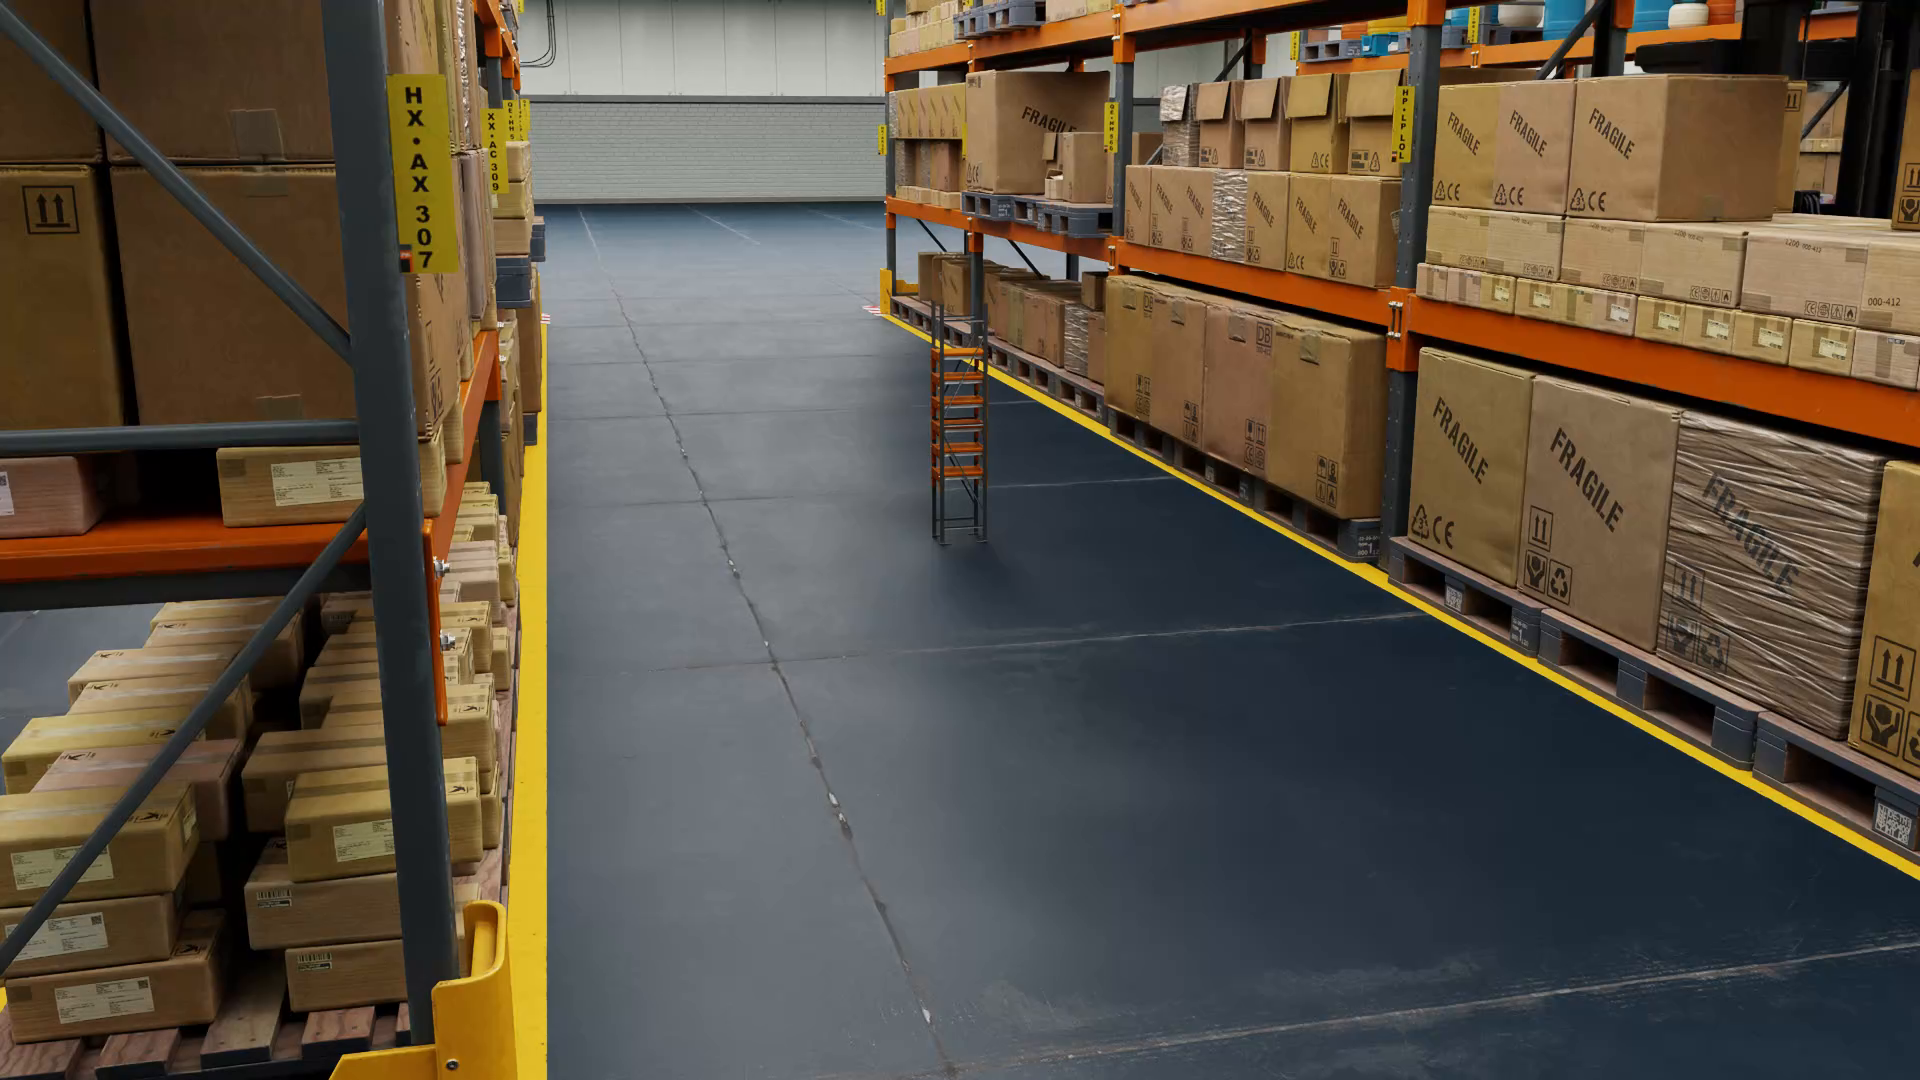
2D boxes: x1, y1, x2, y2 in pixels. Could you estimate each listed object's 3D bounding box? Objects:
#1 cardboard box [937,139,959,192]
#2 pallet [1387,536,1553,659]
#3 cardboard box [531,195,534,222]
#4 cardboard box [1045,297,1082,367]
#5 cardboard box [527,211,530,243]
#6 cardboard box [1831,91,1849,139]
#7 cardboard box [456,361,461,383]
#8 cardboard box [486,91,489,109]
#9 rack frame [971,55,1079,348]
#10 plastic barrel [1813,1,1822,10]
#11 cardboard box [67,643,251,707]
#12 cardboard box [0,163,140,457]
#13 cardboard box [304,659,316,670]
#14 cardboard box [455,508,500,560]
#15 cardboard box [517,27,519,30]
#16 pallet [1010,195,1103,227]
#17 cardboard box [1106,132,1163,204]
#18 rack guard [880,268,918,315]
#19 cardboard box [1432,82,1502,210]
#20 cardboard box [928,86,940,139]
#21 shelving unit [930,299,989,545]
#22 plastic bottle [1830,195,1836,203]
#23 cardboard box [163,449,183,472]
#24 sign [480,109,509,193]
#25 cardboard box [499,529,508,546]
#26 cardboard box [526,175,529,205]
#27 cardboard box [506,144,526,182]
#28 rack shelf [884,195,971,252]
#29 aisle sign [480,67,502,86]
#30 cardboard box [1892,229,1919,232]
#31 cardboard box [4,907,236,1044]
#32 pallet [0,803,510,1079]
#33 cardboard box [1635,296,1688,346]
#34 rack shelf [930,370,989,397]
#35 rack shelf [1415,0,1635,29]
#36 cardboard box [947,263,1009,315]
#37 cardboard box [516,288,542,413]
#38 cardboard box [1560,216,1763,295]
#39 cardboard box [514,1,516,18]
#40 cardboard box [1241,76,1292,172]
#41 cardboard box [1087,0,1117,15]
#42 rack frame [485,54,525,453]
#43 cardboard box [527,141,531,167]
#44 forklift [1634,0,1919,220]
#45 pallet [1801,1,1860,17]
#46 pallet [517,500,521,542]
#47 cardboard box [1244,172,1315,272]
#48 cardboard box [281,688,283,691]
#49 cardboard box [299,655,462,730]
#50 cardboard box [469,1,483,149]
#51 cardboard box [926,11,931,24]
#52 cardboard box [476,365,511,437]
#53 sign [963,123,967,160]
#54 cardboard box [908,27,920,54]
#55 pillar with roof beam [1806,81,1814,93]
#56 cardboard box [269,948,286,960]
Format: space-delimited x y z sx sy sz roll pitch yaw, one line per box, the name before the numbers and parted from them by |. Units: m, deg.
cardboard box | 0.253 -3.709 16.450 0.875 0.500 0.500 -3 14 -13
pallet | 2.579 0.199 7.170 1.003 0.211 1.213 -3 14 -13
cardboard box | -2.628 -1.883 9.457 0.380 0.149 0.250 -3 14 -12
cardboard box | 1.077 -1.669 13.279 0.700 0.500 0.500 -2 14 -8
cardboard box | -2.140 -1.403 7.493 0.380 0.149 0.250 -3 14 -13
cardboard box | 9.997 -4.630 18.114 0.700 0.500 0.500 -3 14 -13
cardboard box | -1.603 -0.488 4.633 0.380 0.149 0.250 -3 14 -11
cardboard box | -3.767 -2.997 12.055 0.700 0.500 0.500 -3 14 -14
rack frame | 0.597 -3.181 15.129 1.000 3.000 0.127 -3 14 -13
plastic barrel | 6.243 -3.971 12.366 0.294 0.245 0.294 0 14 0
cardboard box | -2.104 0.388 4.387 0.380 0.149 0.250 -3 14 -11
cardboard box | -1.785 -0.442 3.080 0.500 0.500 0.500 -3 14 -12
cardboard box | -2.219 0.432 5.461 0.380 0.149 0.250 -4 14 -16
cardboard box | -1.868 -0.010 6.014 0.380 0.149 0.250 -3 14 -14
cardboard box | -4.780 -5.381 17.245 0.380 0.149 0.250 -3 14 -13
pallet | 1.032 -2.620 13.234 1.003 0.211 1.213 -3 14 -13
cardboard box | 1.371 -2.634 11.791 0.500 0.500 0.500 -5 15 -20
rack guard | -0.324 -2.872 19.131 1.175 0.500 0.348 -3 14 -13
cardboard box | 2.340 -1.647 6.958 0.500 0.500 0.500 -3 14 -13
cardboard box | -0.011 -4.179 16.269 0.500 0.500 0.500 -3 14 -13
shelving unit | -0.003 -0.586 8.298 0.258 1.200 0.189 -3 14 -13
plastic bottle | 6.171 -2.282 11.692 0.061 0.283 0.133 -3 14 -13
cardboard box | -1.876 -0.214 3.511 0.380 0.149 0.250 -3 14 -14
sign | -1.843 -1.535 6.567 0.100 0.325 0.005 -3 14 -13
cardboard box | -1.910 0.070 6.314 0.380 0.149 0.250 -4 14 -16
cardboard box | -2.265 -1.667 7.948 0.380 0.149 0.250 -3 14 -11
cardboard box | -2.014 -1.570 6.925 0.380 0.149 0.250 -3 14 -10
rack shelf | 0.128 -3.293 17.103 1.077 0.370 4.000 -3 14 -13
aisle sign | -4.912 -5.147 17.696 0.394 0.787 0.004 -3 14 -13
cardboard box | 3.322 -0.846 5.260 0.500 0.250 0.500 -4 14 -15
cardboard box | -1.756 0.911 3.499 0.380 0.149 0.250 -3 14 -12
pallet | -1.604 0.988 3.939 1.003 0.211 1.213 -3 14 -13
cardboard box | 2.590 -0.768 5.778 0.380 0.149 0.250 -4 14 -15
rack shelf | -0.003 -0.776 8.252 0.258 0.103 0.180 -3 14 -13
rack shelf | 2.946 -1.982 5.416 1.077 0.370 4.000 -3 14 -13
cardboard box | 0.178 -2.536 16.870 0.500 0.500 0.500 -5 14 -18
cardboard box | -3.364 -1.262 11.128 1.050 0.750 0.750 -3 14 -14
cardboard box | 2.571 -1.050 6.095 0.500 0.250 0.500 -3 14 -12
cardboard box | -4.360 -4.970 15.562 0.380 0.149 0.250 -3 14 -12
cardboard box | 2.007 -2.320 9.279 0.797 0.503 0.637 -3 14 -11
cardboard box | 1.187 -3.739 11.406 0.500 0.250 0.500 -3 14 -13
rack frame | -3.308 -2.005 10.316 1.000 3.000 0.127 -3 14 -13
cardboard box | -2.747 -2.289 9.867 0.380 0.149 0.250 -4 14 -15
forklift | 4.536 -1.793 9.592 1.130 2.935 3.031 -3 14 -11
pallet | 6.436 -3.718 11.404 1.003 0.211 1.213 -3 14 -13
pallet | -2.843 -0.190 8.759 1.003 0.211 1.213 -3 14 -13
cardboard box | 1.862 -1.712 8.903 0.500 0.500 0.500 -3 14 -14
cardboard box | -2.222 0.410 4.924 0.380 0.149 0.250 -3 14 -13
cardboard box | -1.477 0.417 4.267 0.380 0.149 0.250 -4 14 -16
cardboard box | -1.996 -1.668 5.991 0.500 0.500 0.500 -4 14 -15
cardboard box | -0.126 -5.249 16.747 0.380 0.149 0.250 -3 14 -14
cardboard box | -2.285 -0.622 7.454 0.500 0.250 0.500 -4 14 -16
sign | 0.072 -3.570 14.895 0.100 0.325 0.005 -3 14 -13
cardboard box | -0.241 -5.130 17.099 0.500 0.250 0.500 -3 14 -13
pillar with roof beam | 9.514 -8.878 25.804 9.100 9.000 0.400 -3 14 -13
cardboard box | -1.382 0.826 3.846 0.380 0.149 0.250 -3 14 -13
